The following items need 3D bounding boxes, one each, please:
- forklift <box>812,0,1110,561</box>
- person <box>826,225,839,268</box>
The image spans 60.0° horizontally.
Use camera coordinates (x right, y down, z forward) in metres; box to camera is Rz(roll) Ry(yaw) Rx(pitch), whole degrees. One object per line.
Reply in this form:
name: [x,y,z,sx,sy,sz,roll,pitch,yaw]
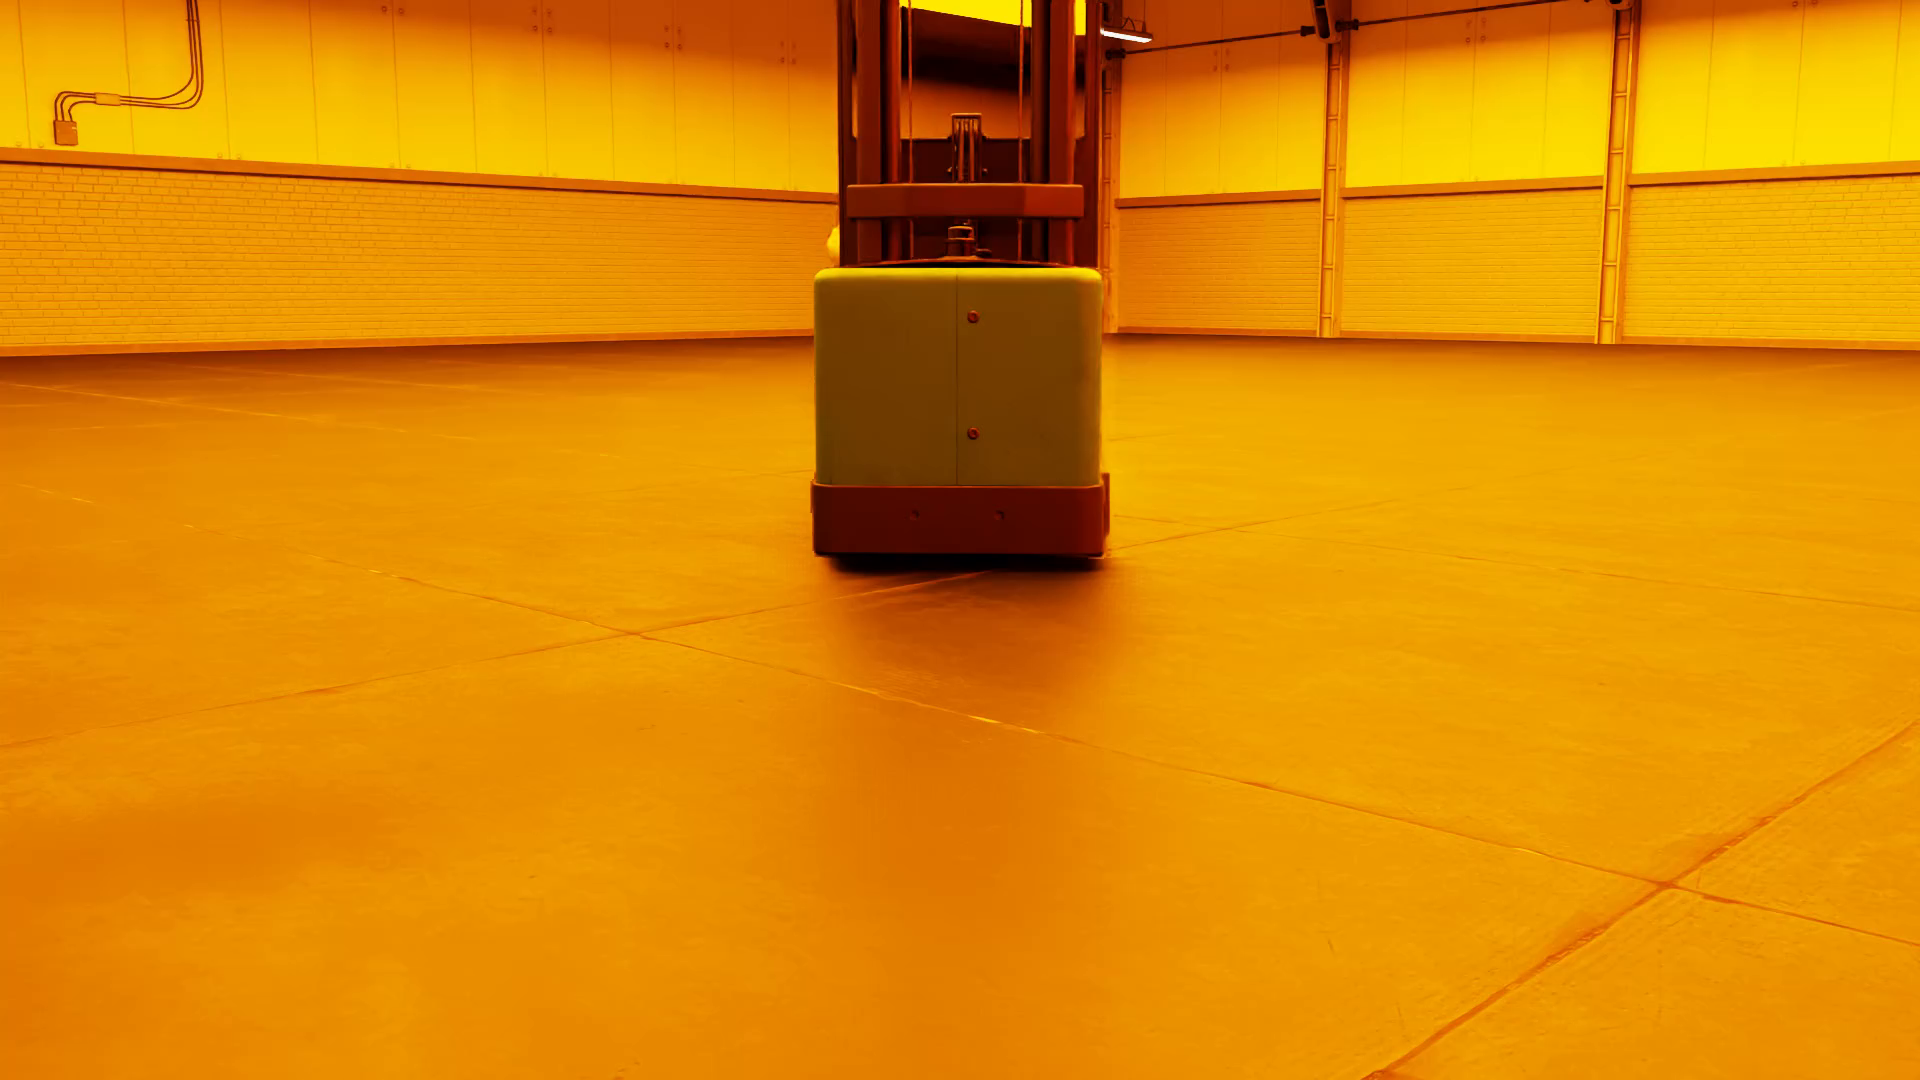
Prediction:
forklift: [0.045,-1.555,7.198,1.130,2.935,3.031,0,9,2]
person: [-0.306,-1.247,9.715,1.062,1.512,0.755,-3,9,-19]
